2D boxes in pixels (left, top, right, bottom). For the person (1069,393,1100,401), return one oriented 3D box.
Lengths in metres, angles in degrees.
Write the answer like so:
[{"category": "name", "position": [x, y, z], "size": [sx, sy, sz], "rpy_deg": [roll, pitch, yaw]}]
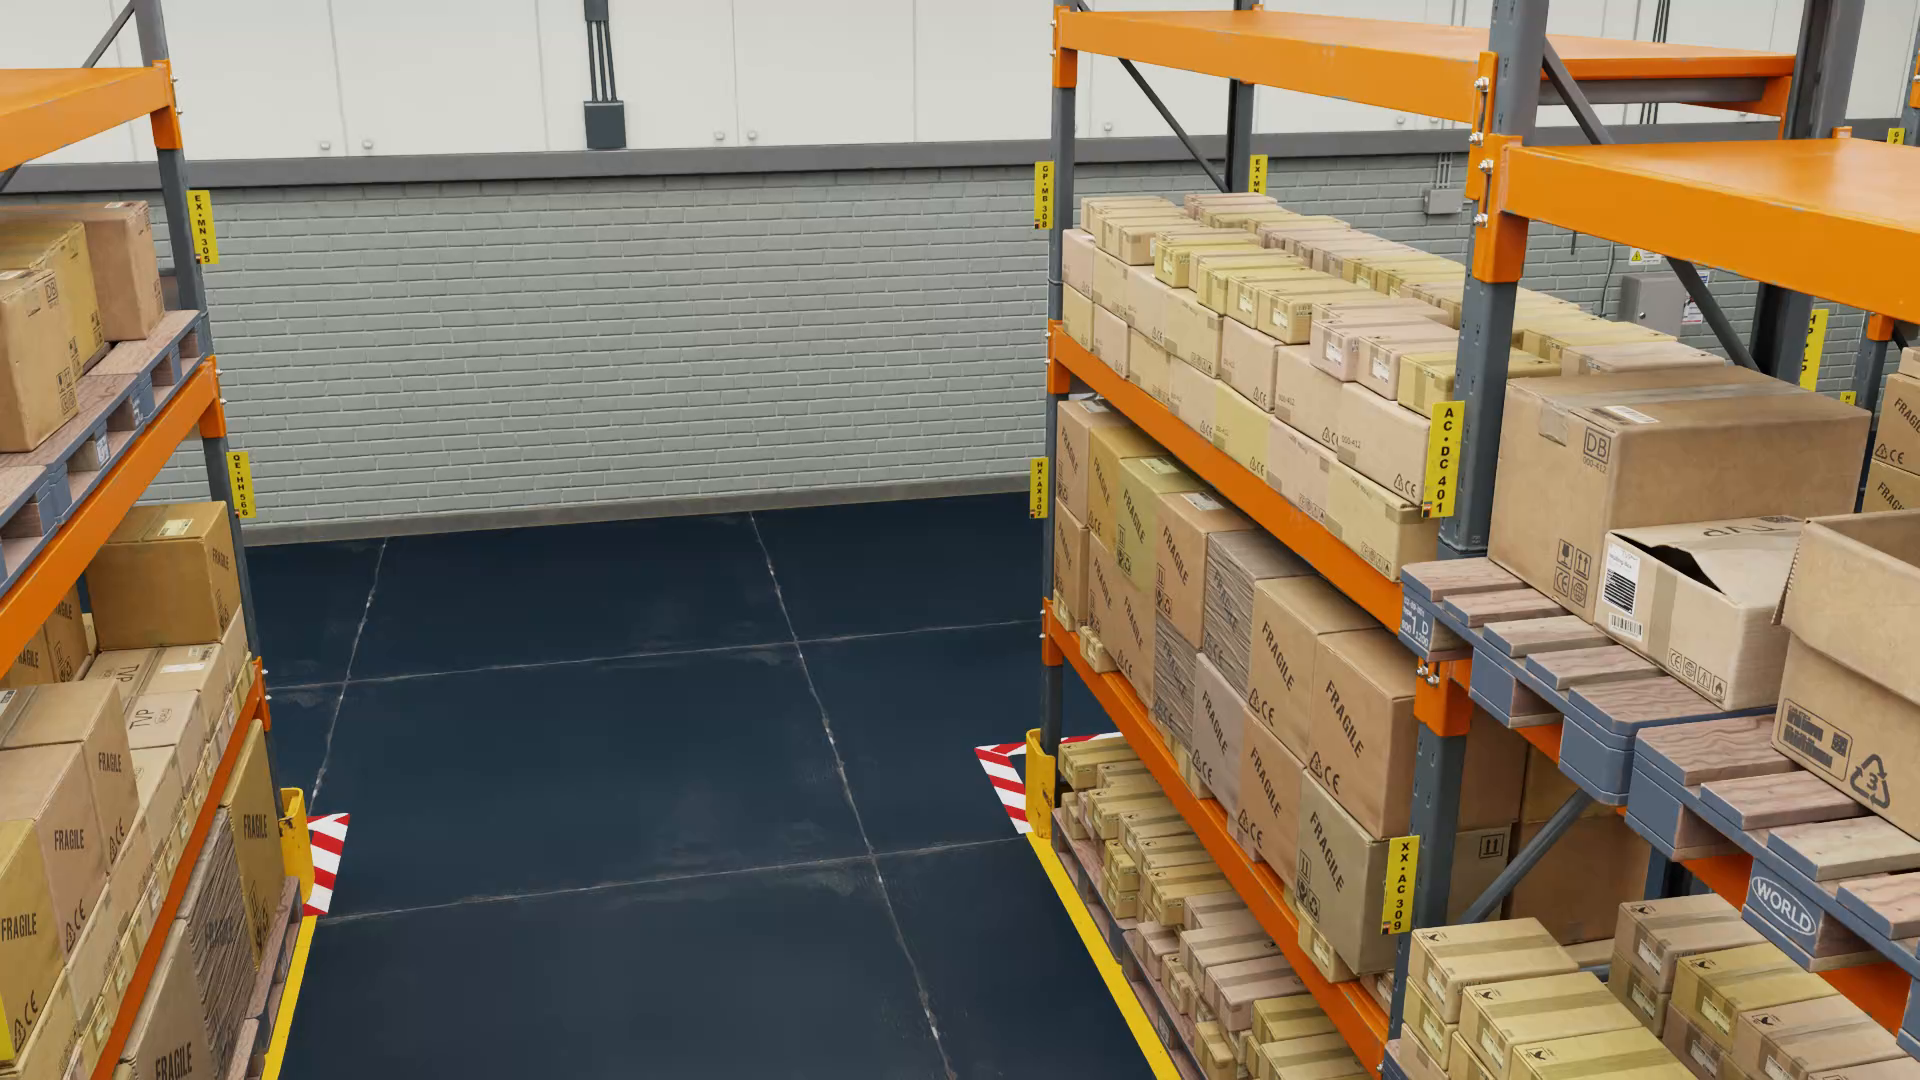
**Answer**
[{"category": "person", "position": [0.910, -0.226, 11.634], "size": [0.403, 1.785, 0.536], "rpy_deg": [-4, 20, -12]}]
